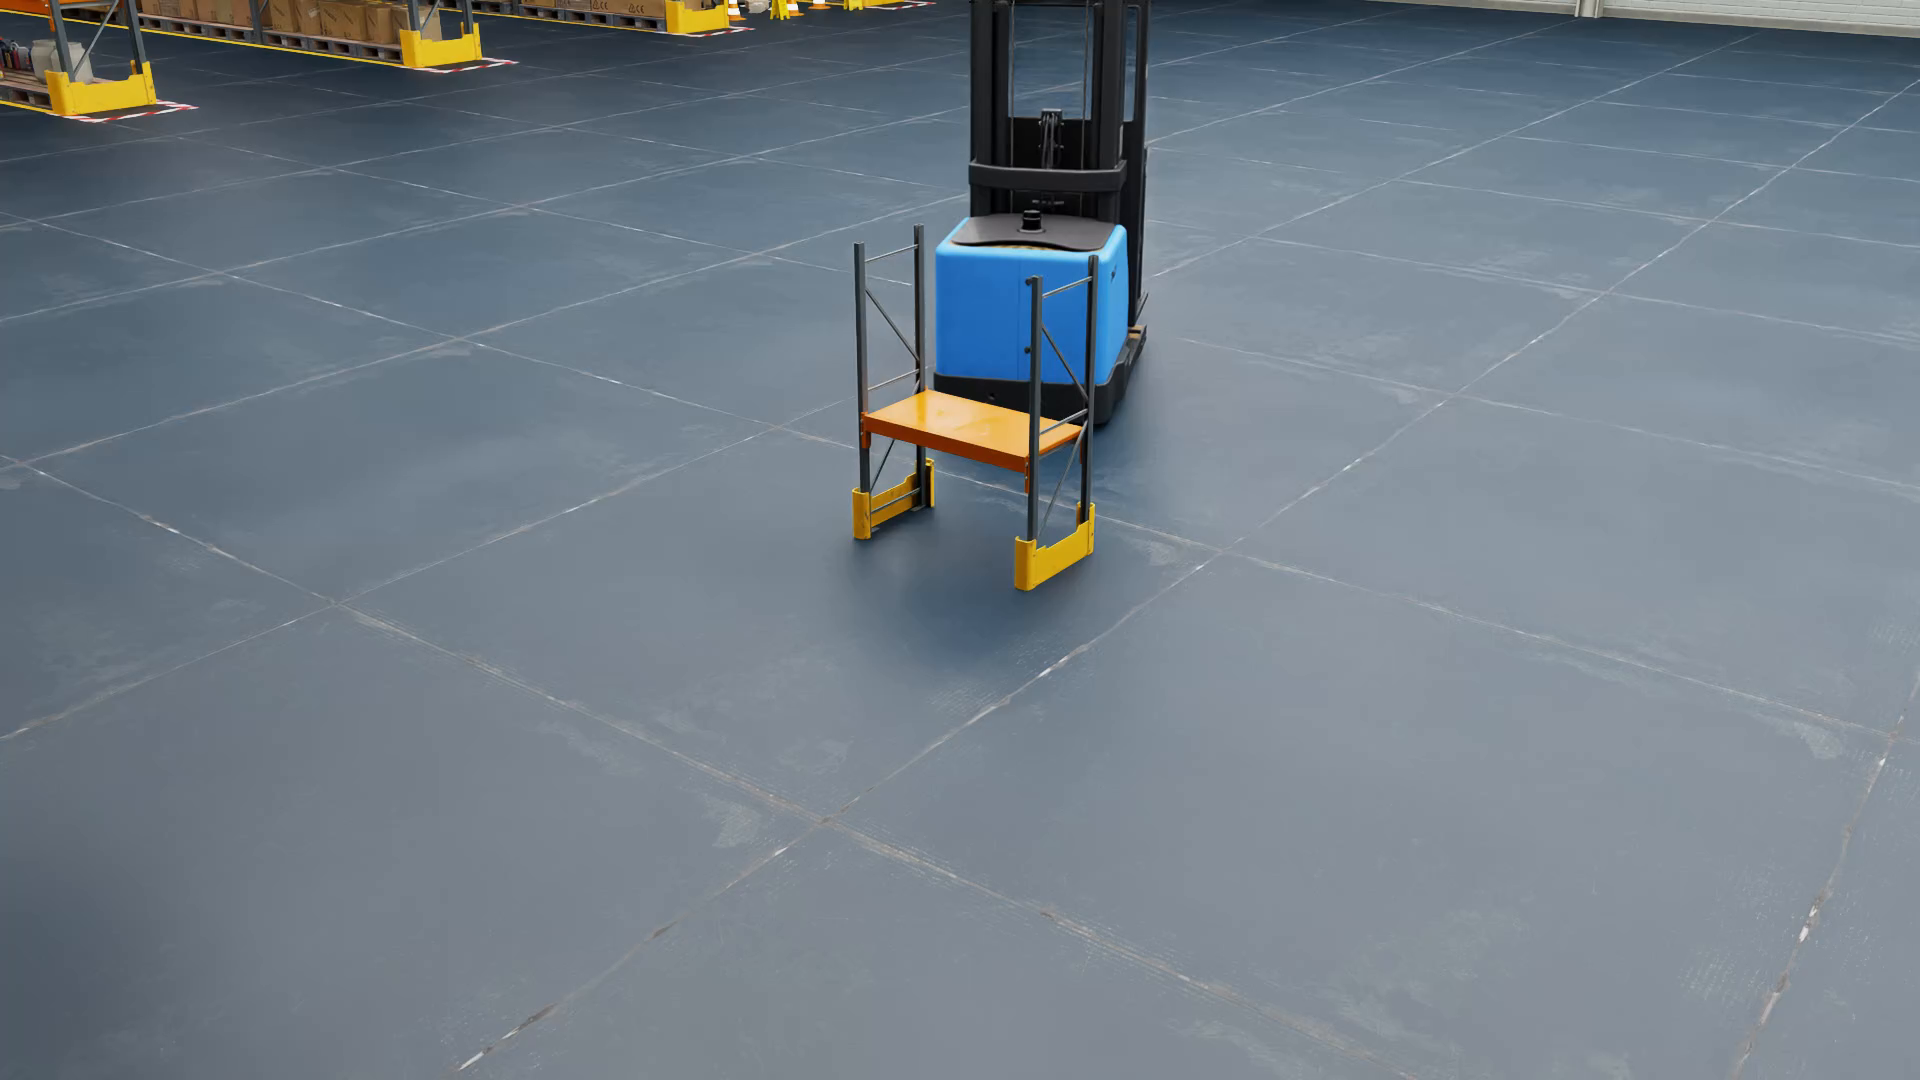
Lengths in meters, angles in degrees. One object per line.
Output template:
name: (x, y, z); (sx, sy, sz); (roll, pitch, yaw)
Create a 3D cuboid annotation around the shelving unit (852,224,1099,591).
shelving unit: (0.061, -0.668, 8.029); (1.083, 1.500, 0.587); (17, 29, 33)

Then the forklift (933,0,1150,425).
forklift: (0.657, -2.582, 10.599); (1.130, 2.935, 3.031); (5, 24, 11)

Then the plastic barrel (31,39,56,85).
plastic barrel: (-11.351, -5.971, 20.770); (0.421, 0.512, 0.421); (0, 24, 0)

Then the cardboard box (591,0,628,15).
cardboard box: (-5.639, -9.411, 28.125); (0.875, 0.875, 0.875); (16, 29, 32)

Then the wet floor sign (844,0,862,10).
wet floor sign: (-1.954, -9.989, 30.244); (0.267, 0.644, 0.232); (-15, 28, -30)

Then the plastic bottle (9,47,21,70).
plastic bottle: (-12.414, -6.325, 21.832); (0.133, 0.283, 0.061); (17, 29, 33)

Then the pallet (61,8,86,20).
pallet: (-15.367, -9.429, 29.511); (1.213, 0.211, 1.003); (17, 29, 33)

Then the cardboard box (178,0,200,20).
cardboard box: (-12.351, -8.832, 27.252); (0.500, 0.500, 0.700); (20, 31, 38)

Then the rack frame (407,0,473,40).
rack frame: (-7.407, -8.260, 23.400); (0.127, 3.000, 1.000); (17, 29, 33)

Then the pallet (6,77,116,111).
pallet: (-11.114, -5.587, 20.792); (1.213, 0.211, 1.003); (17, 29, 33)

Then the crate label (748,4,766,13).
crate label: (-3.642, -9.565, 29.912); (0.298, 0.136, 0.250); (3, 24, 6)

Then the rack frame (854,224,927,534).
rack frame: (-0.339, -0.789, 8.303); (0.032, 1.500, 0.500); (17, 29, 33)

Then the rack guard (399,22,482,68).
rack guard: (-7.468, -7.135, 23.946); (0.348, 0.500, 1.175); (17, 29, 33)

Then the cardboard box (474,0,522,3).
cardboard box: (-8.103, -10.087, 29.816); (0.750, 0.750, 1.050); (17, 29, 33)

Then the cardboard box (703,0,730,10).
cardboard box: (-4.388, -9.923, 30.270); (0.637, 0.503, 0.797); (-1, 24, -3)

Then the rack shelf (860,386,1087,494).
rack shelf: (0.068, -0.501, 8.097); (1.000, 0.185, 0.538); (17, 29, 33)

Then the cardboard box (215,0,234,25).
cardboard box: (-11.457, -8.562, 26.639); (0.500, 0.500, 0.700); (17, 29, 33)

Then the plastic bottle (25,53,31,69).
plastic bottle: (-12.240, -6.303, 21.882); (0.097, 0.201, 0.097); (0, 24, 0)

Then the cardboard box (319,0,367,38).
cardboard box: (-9.305, -7.905, 25.174); (0.500, 0.500, 0.500); (14, 27, 29)

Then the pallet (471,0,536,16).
pallet: (-8.215, -9.689, 30.102); (1.213, 0.211, 1.003); (17, 29, 33)

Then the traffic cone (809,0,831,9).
traffic cone: (-2.582, -9.984, 30.460); (0.334, 0.463, 0.336); (17, 29, 33)

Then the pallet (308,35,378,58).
pallet: (-9.069, -7.505, 25.146); (1.213, 0.211, 1.003); (17, 29, 33)

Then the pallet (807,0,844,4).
pallet: (-2.154, -10.408, 31.732); (1.213, 0.211, 1.003); (17, 29, 33)

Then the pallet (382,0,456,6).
pallet: (-10.168, -10.279, 31.442); (1.213, 0.211, 1.003); (17, 29, 33)

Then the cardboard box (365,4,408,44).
cardboard box: (-8.396, -7.598, 24.477); (0.500, 0.500, 0.500); (-17, 29, -34)

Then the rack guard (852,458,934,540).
rack guard: (-0.338, -0.216, 8.554); (0.087, 0.250, 0.587); (17, 29, 33)

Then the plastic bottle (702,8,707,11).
plastic bottle: (-4.703, -9.535, 29.939); (0.283, 0.061, 0.133); (7, 25, 15)

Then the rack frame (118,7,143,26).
rack frame: (-13.809, -10.195, 27.791); (0.127, 3.000, 1.000); (17, 29, 33)

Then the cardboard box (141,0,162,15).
cardboard box: (-13.261, -9.096, 27.853); (0.500, 0.500, 0.700); (15, 28, 31)

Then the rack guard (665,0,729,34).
rack guard: (-4.333, -8.686, 27.467); (0.348, 0.500, 1.175); (17, 29, 33)

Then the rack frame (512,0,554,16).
rack frame: (-7.553, -10.803, 29.172); (0.127, 3.000, 1.000); (17, 29, 33)

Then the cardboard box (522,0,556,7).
cardboard box: (-7.091, -9.848, 29.119); (0.875, 0.875, 0.875); (17, 29, 34)

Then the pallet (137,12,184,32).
pallet: (-13.185, -8.729, 27.923); (1.213, 0.211, 1.003); (17, 29, 33)

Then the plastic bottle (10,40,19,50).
plastic bottle: (-12.478, -6.431, 21.989); (0.185, 0.351, 0.144); (17, 29, 33)

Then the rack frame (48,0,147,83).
rack frame: (-10.378, -6.662, 19.773); (0.127, 3.000, 1.000); (17, 29, 33)

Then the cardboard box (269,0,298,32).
cardboard box: (-10.312, -8.166, 25.766); (0.500, 0.500, 0.500); (16, 28, 32)

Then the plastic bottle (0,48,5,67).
plastic bottle: (-12.806, -6.421, 22.059); (0.135, 0.276, 0.152); (17, 29, 33)

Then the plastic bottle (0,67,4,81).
plastic bottle: (-12.110, -5.885, 20.936); (0.097, 0.201, 0.097); (0, 24, 0)

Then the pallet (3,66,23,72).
pallet: (-13.066, -6.177, 22.132); (1.213, 0.211, 1.003); (17, 29, 33)

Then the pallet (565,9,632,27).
pallet: (-6.011, -9.023, 28.590); (1.213, 0.211, 1.003); (17, 29, 33)

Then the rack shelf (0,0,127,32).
rack shelf: (-11.978, -6.816, 21.016); (4.000, 0.370, 1.077); (17, 29, 33)
